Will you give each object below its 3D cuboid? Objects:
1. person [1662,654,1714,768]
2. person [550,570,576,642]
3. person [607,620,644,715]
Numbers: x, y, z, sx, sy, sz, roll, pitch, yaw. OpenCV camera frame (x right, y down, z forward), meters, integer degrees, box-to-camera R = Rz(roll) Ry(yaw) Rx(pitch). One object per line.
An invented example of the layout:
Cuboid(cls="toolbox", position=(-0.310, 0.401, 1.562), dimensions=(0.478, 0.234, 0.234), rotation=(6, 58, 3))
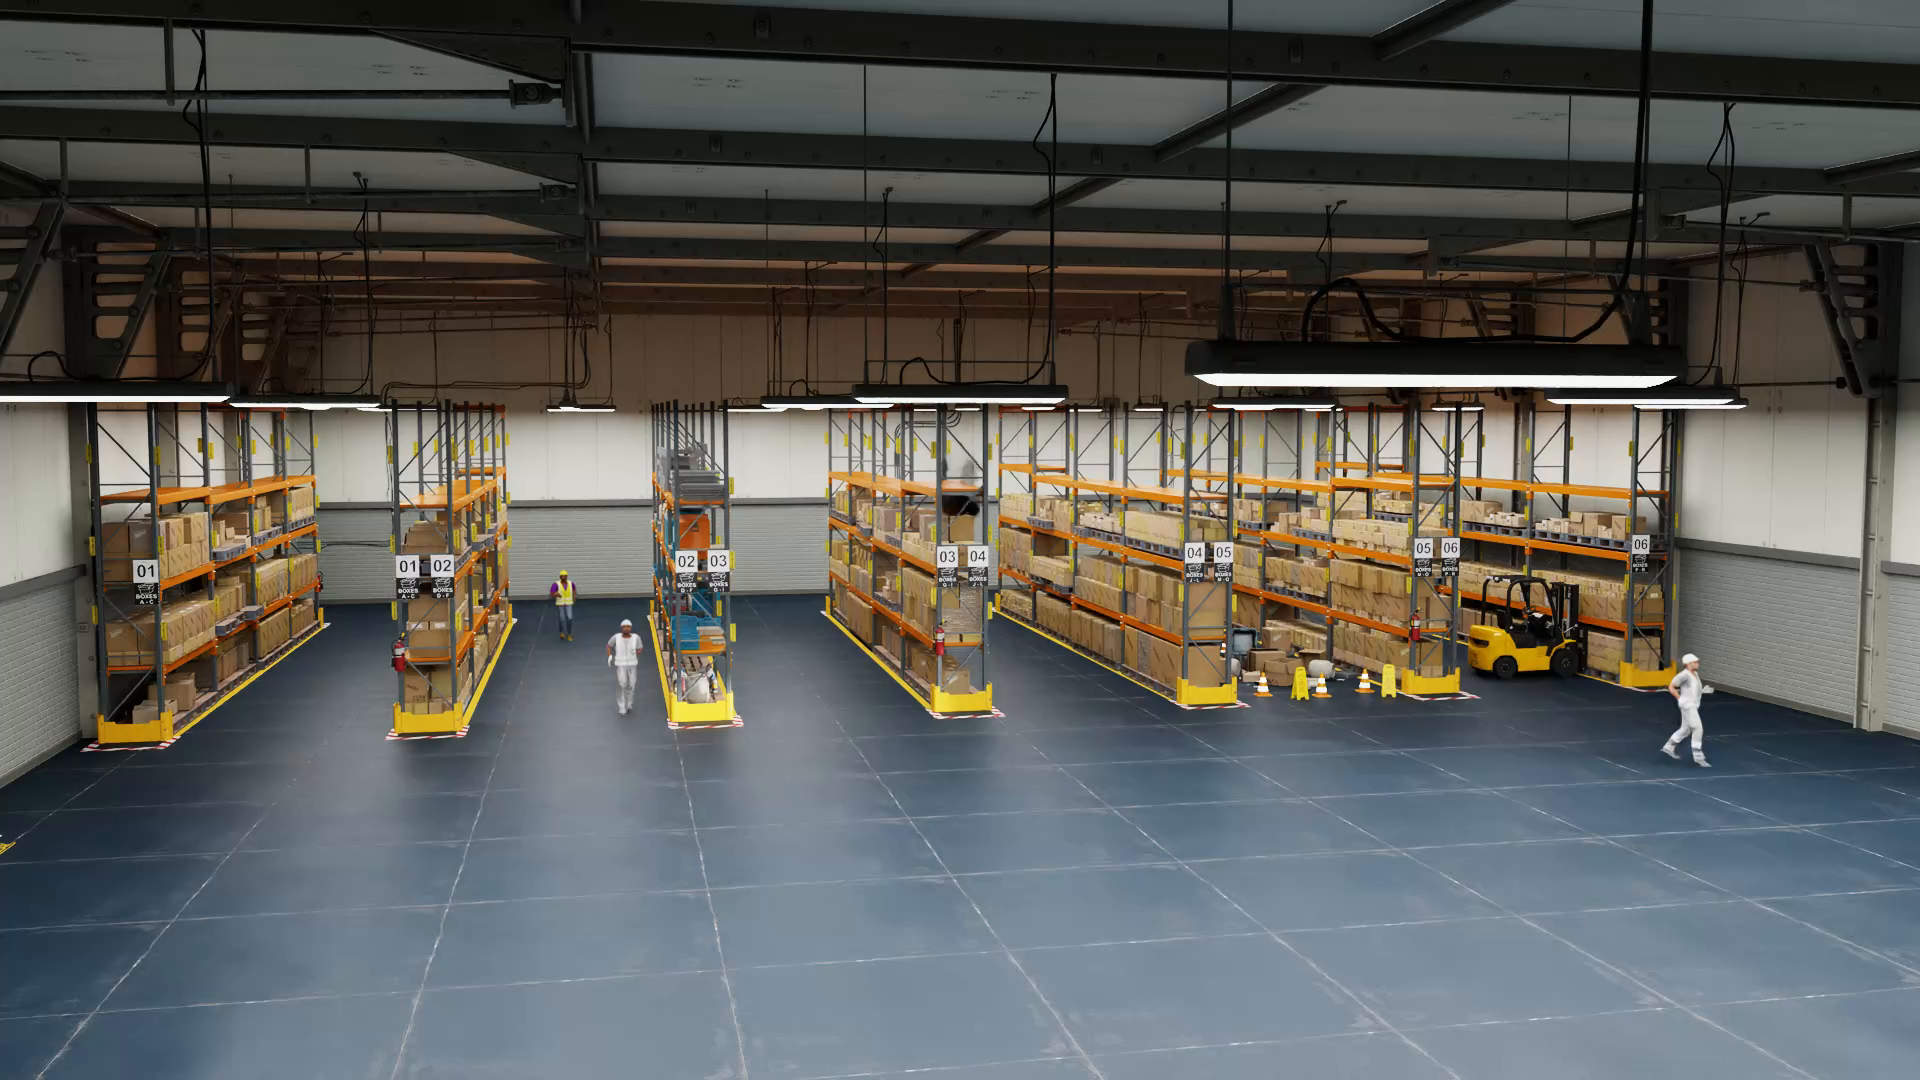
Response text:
Cuboid(cls="person", position=(11.921, 2.769, 27.209), dimensions=(0.814, 1.824, 0.640), rotation=(3, 5, 38))
Cuboid(cls="person", position=(-10.026, 1.674, 42.058), dimensions=(0.682, 1.822, 0.770), rotation=(-2, 5, -19))
Cuboid(cls="person", position=(-6.390, 2.436, 31.844), dimensions=(0.656, 1.824, 0.744), rotation=(-2, 5, -21))
